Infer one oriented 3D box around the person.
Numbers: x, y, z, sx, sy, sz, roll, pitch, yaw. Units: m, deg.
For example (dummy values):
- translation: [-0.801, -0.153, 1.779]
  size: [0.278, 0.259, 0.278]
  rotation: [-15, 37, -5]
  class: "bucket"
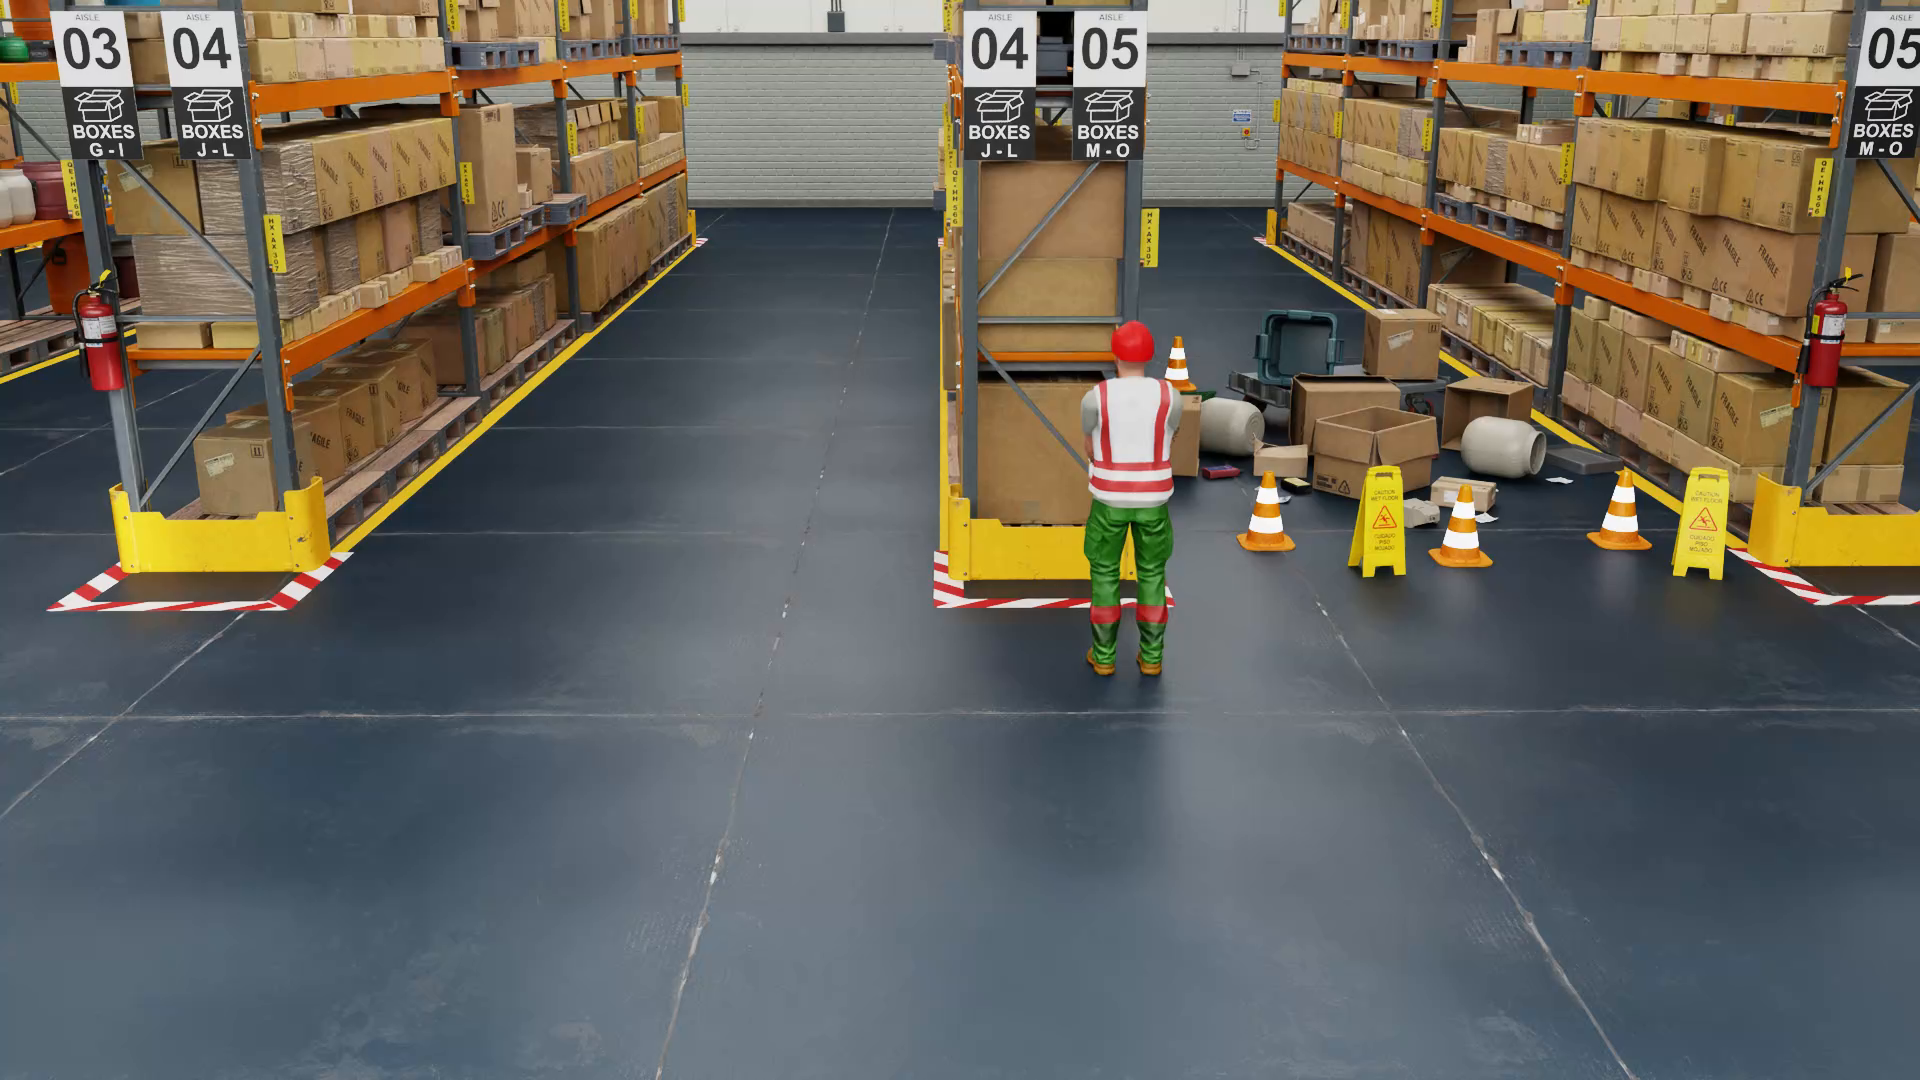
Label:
- translation: [0.826, -0.227, 8.257]
  size: [0.497, 1.785, 0.561]
  rotation: [0, 17, -1]
  class: "person"
